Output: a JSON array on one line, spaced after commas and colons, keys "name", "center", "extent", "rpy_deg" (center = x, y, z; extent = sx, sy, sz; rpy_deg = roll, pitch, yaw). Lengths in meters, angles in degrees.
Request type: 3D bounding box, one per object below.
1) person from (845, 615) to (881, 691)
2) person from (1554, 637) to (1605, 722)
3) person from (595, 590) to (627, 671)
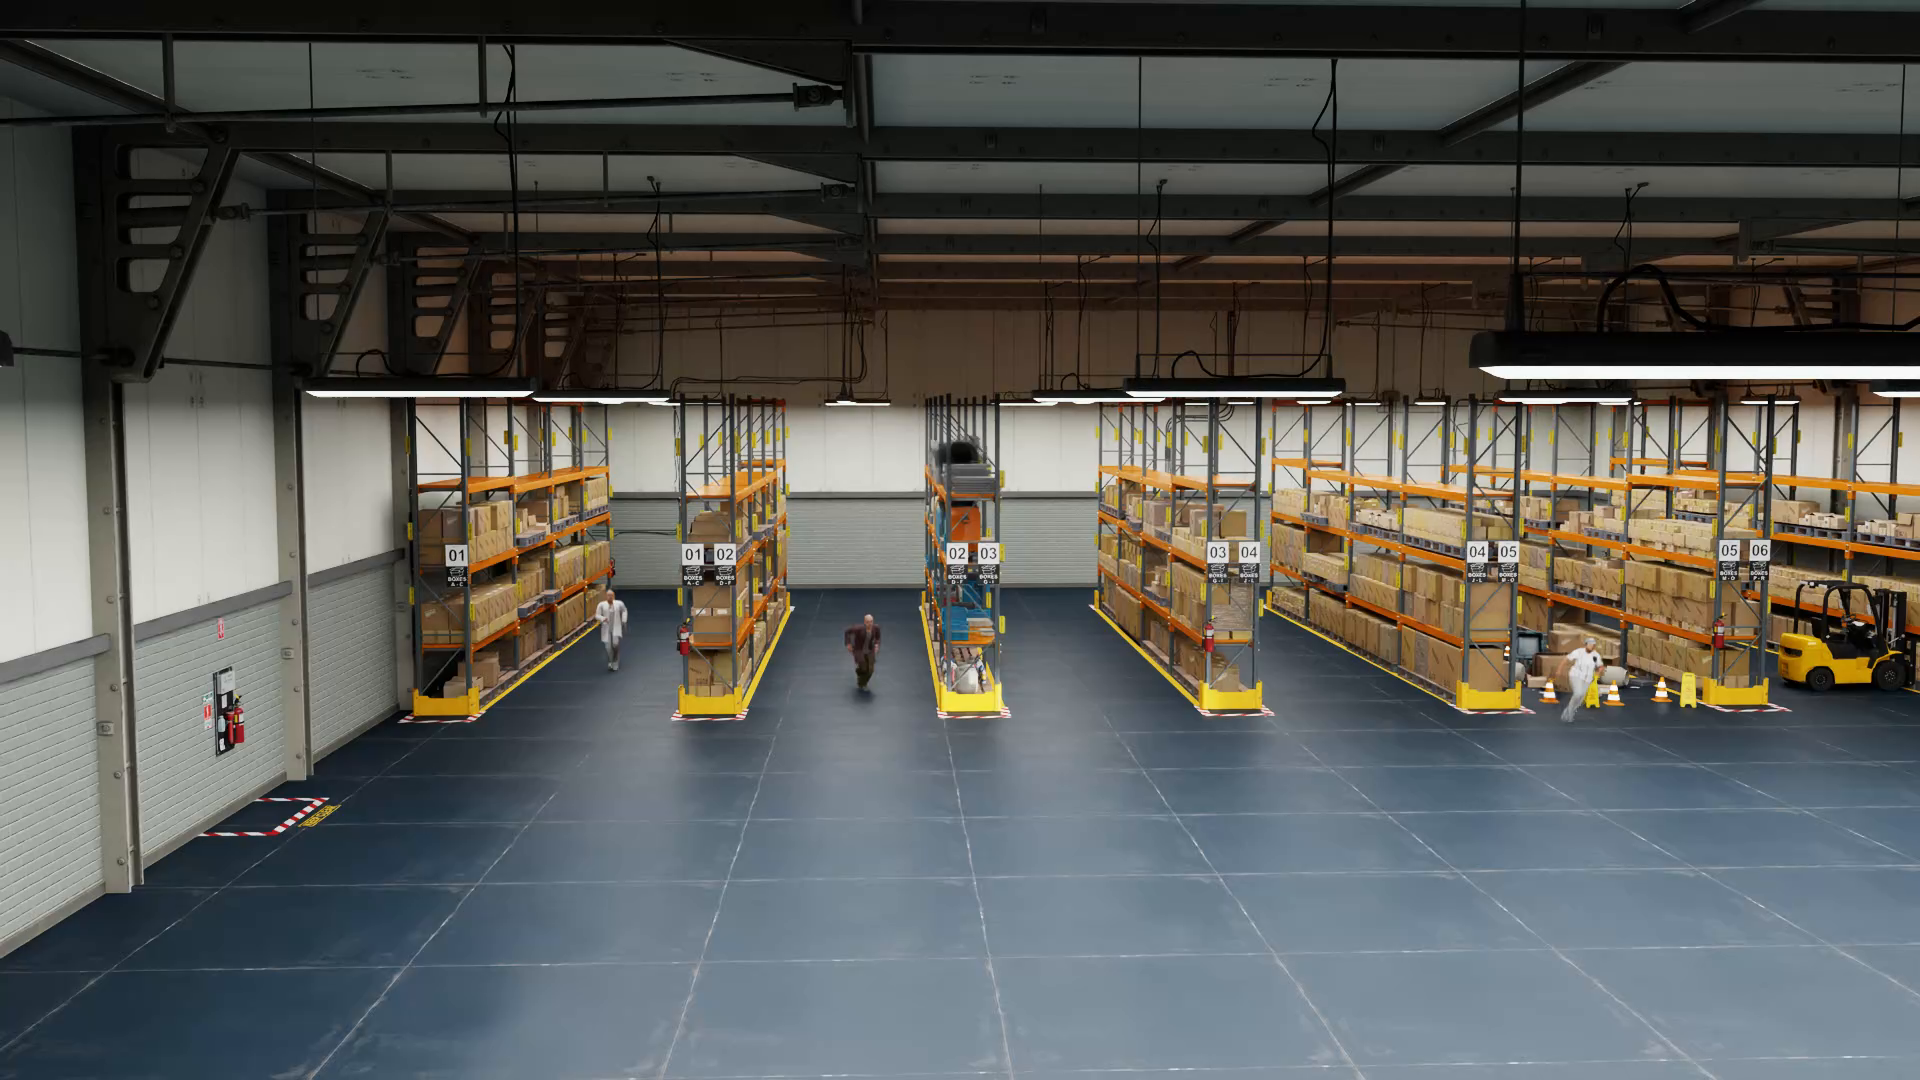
[{"name": "person", "center": [-1.963, 2.281, 33.565], "extent": [0.741, 1.600, 0.881], "rpy_deg": [-2, 5, -21]}, {"name": "person", "center": [11.355, 2.559, 30.334], "extent": [0.767, 1.580, 0.666], "rpy_deg": [-1, 5, -9]}, {"name": "person", "center": [-7.615, 1.976, 36.305], "extent": [0.655, 1.779, 0.849], "rpy_deg": [-1, 5, -7]}]
